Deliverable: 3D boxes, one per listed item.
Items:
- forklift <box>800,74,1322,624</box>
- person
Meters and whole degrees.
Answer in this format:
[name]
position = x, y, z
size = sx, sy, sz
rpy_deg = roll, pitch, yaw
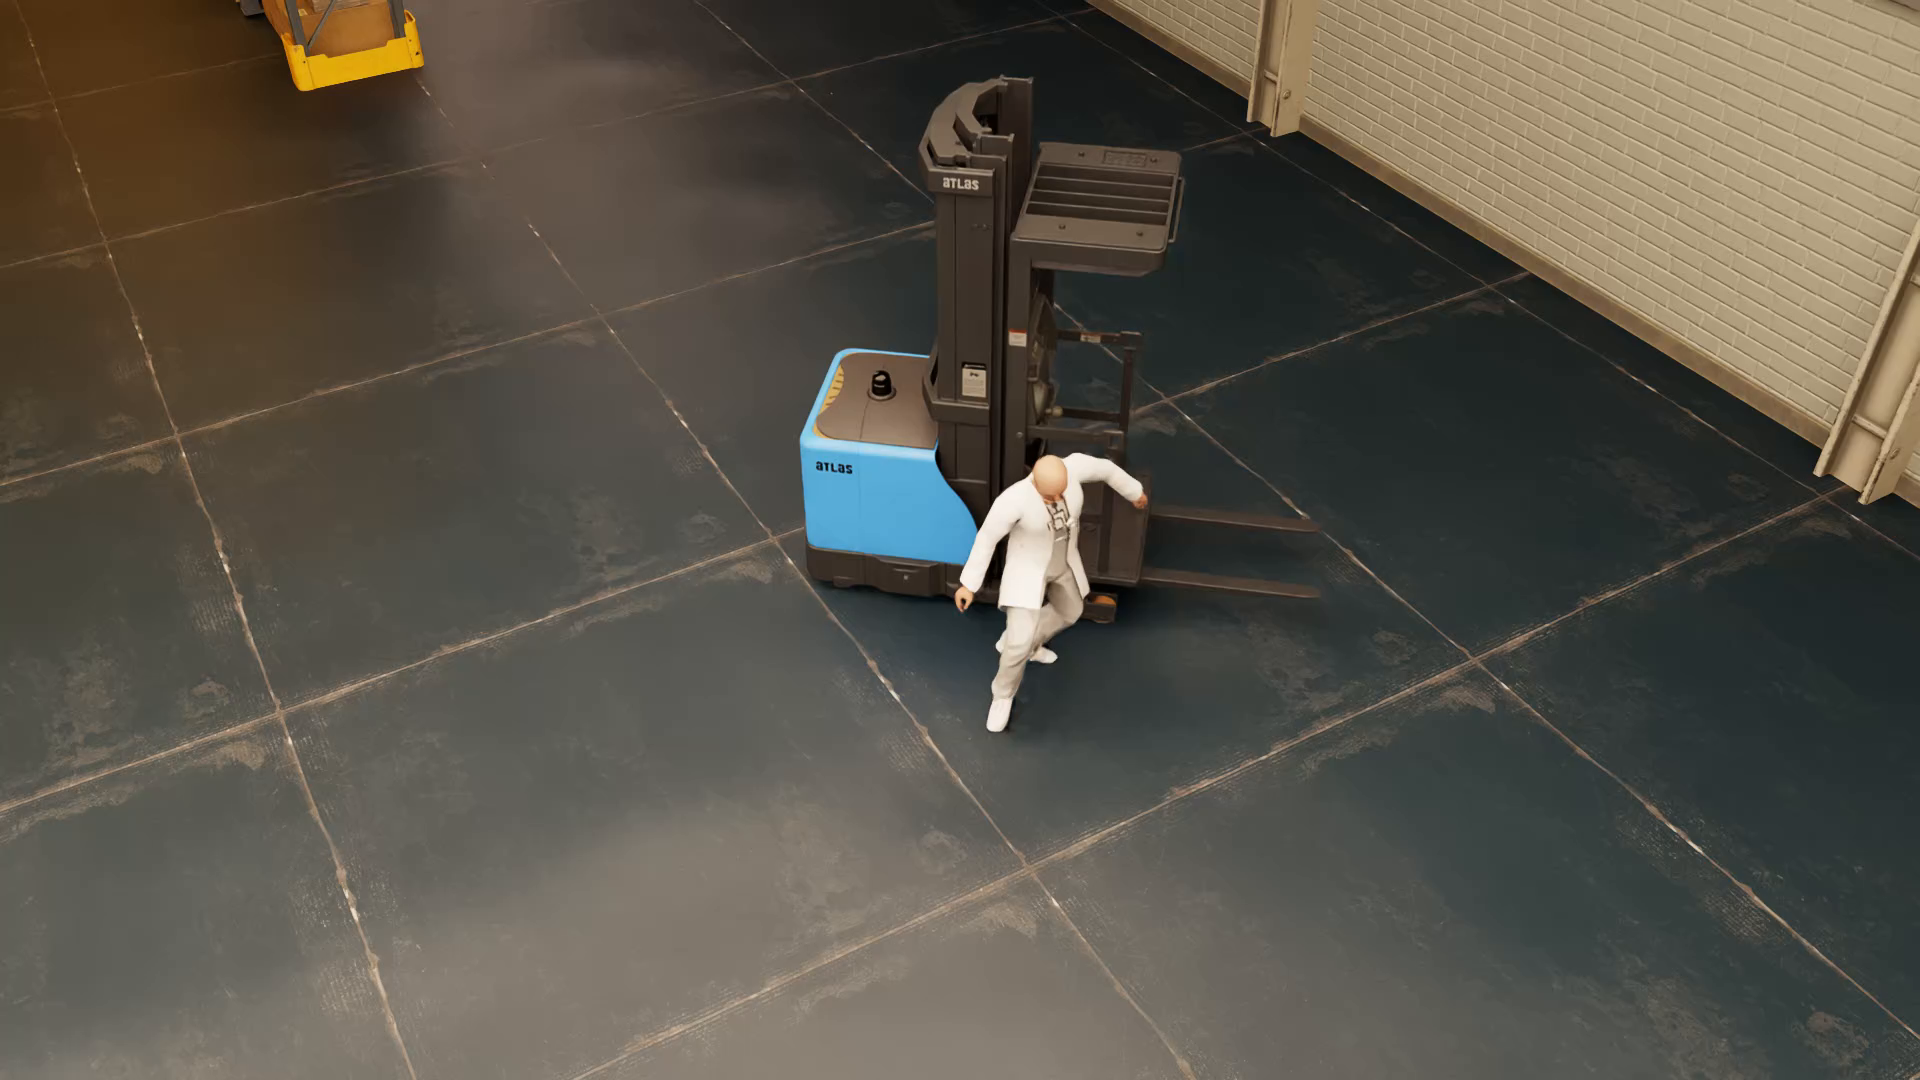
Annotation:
[forklift]
position = 0.645, -1.007, 9.250
size = 3.031, 2.935, 1.130
rpy_deg = 6, 40, 8
[person]
position = 0.500, 0.112, 8.938
size = 1.195, 1.694, 0.589
rpy_deg = -25, 46, -27
